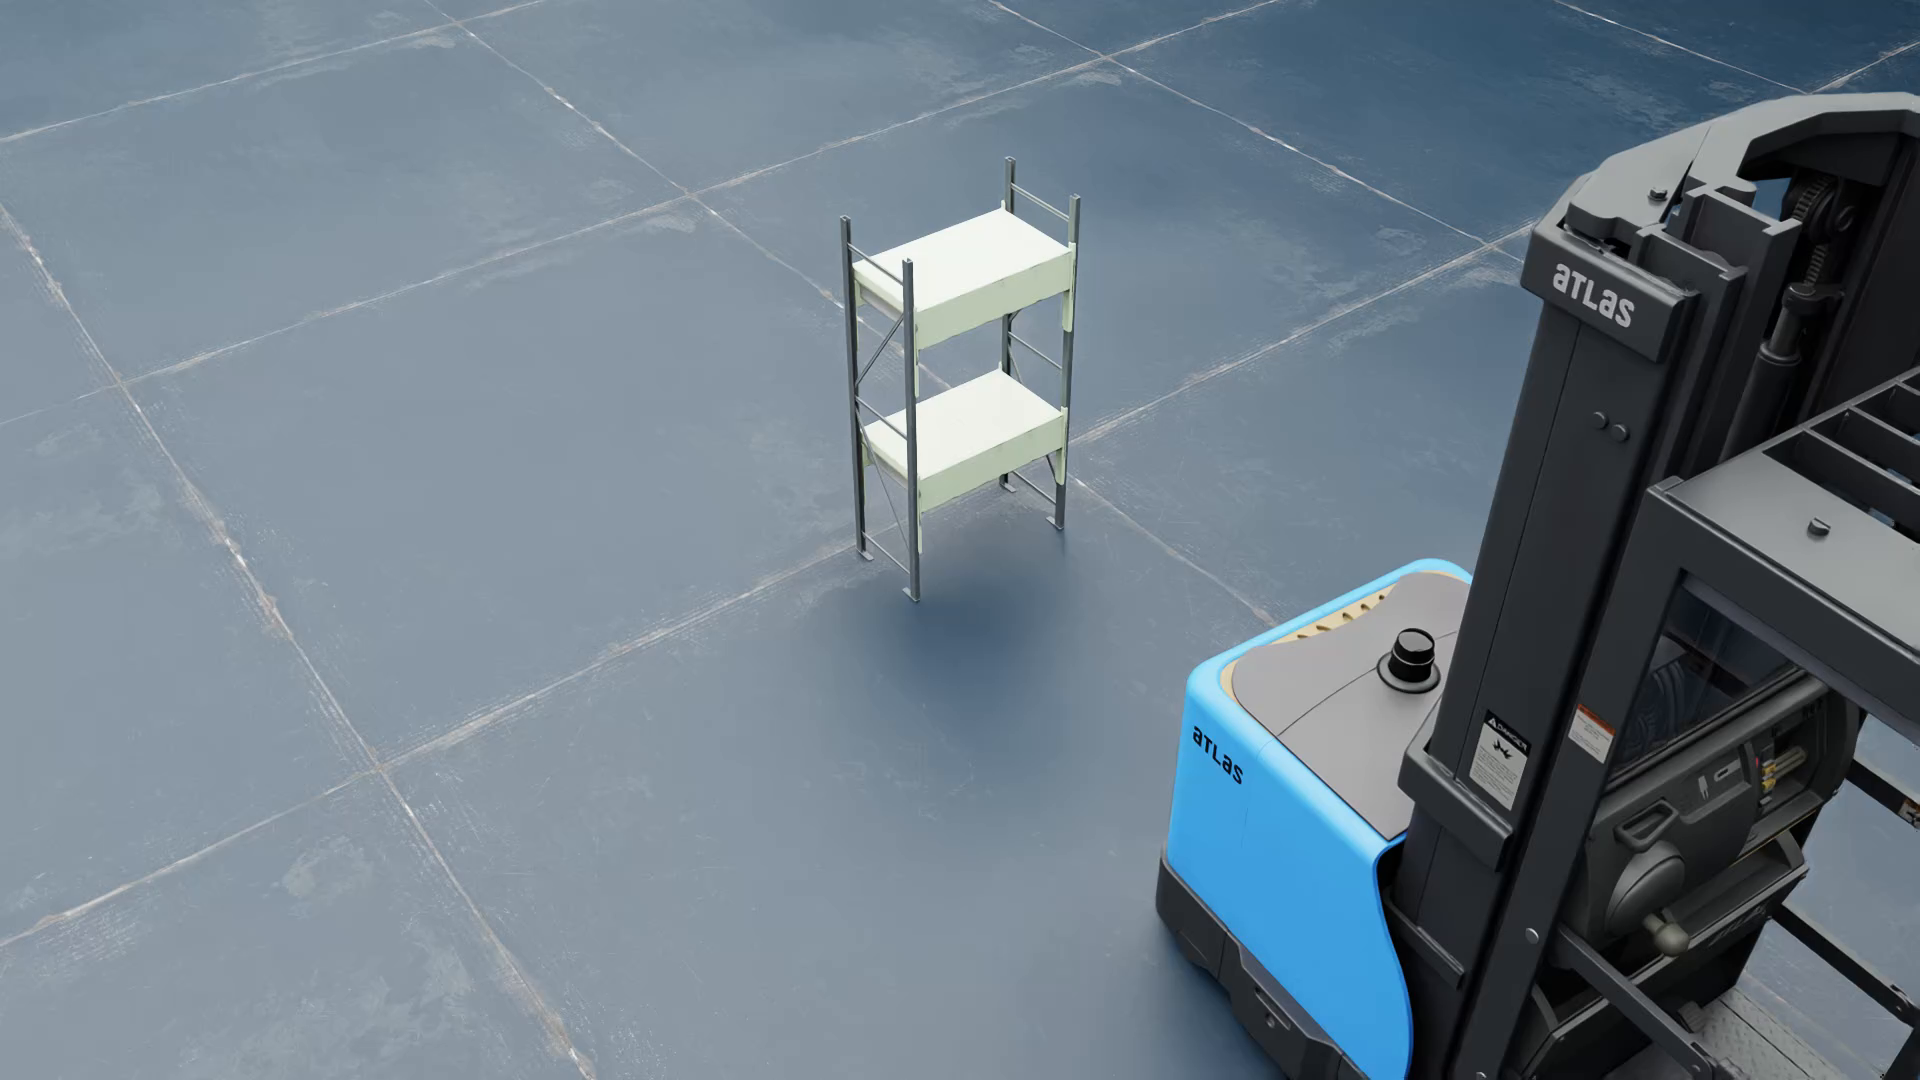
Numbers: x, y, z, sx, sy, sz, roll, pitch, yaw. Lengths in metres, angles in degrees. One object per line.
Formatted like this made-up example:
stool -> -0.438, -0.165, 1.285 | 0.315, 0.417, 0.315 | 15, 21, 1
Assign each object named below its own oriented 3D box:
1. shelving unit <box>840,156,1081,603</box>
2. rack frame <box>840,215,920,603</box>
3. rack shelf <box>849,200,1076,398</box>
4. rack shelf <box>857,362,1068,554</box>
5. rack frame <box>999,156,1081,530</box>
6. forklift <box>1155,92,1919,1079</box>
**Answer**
shelving unit -> 0.005, -0.582, 6.277 | 0.755, 1.500, 0.431 | -26, 46, -28
rack frame -> -0.285, -0.441, 6.105 | 0.023, 1.500, 0.400 | -26, 46, -28
rack shelf -> 0.005, -0.884, 6.030 | 0.720, 0.370, 0.431 | -26, 46, -28
rack shelf -> 0.005, -0.330, 6.484 | 0.720, 0.370, 0.431 | -26, 46, -28
rack frame -> 0.295, -0.724, 6.450 | 0.023, 1.500, 0.400 | -26, 46, -28
forklift -> 1.833, 0.681, 3.609 | 1.130, 2.935, 3.031 | -22, 44, -25
